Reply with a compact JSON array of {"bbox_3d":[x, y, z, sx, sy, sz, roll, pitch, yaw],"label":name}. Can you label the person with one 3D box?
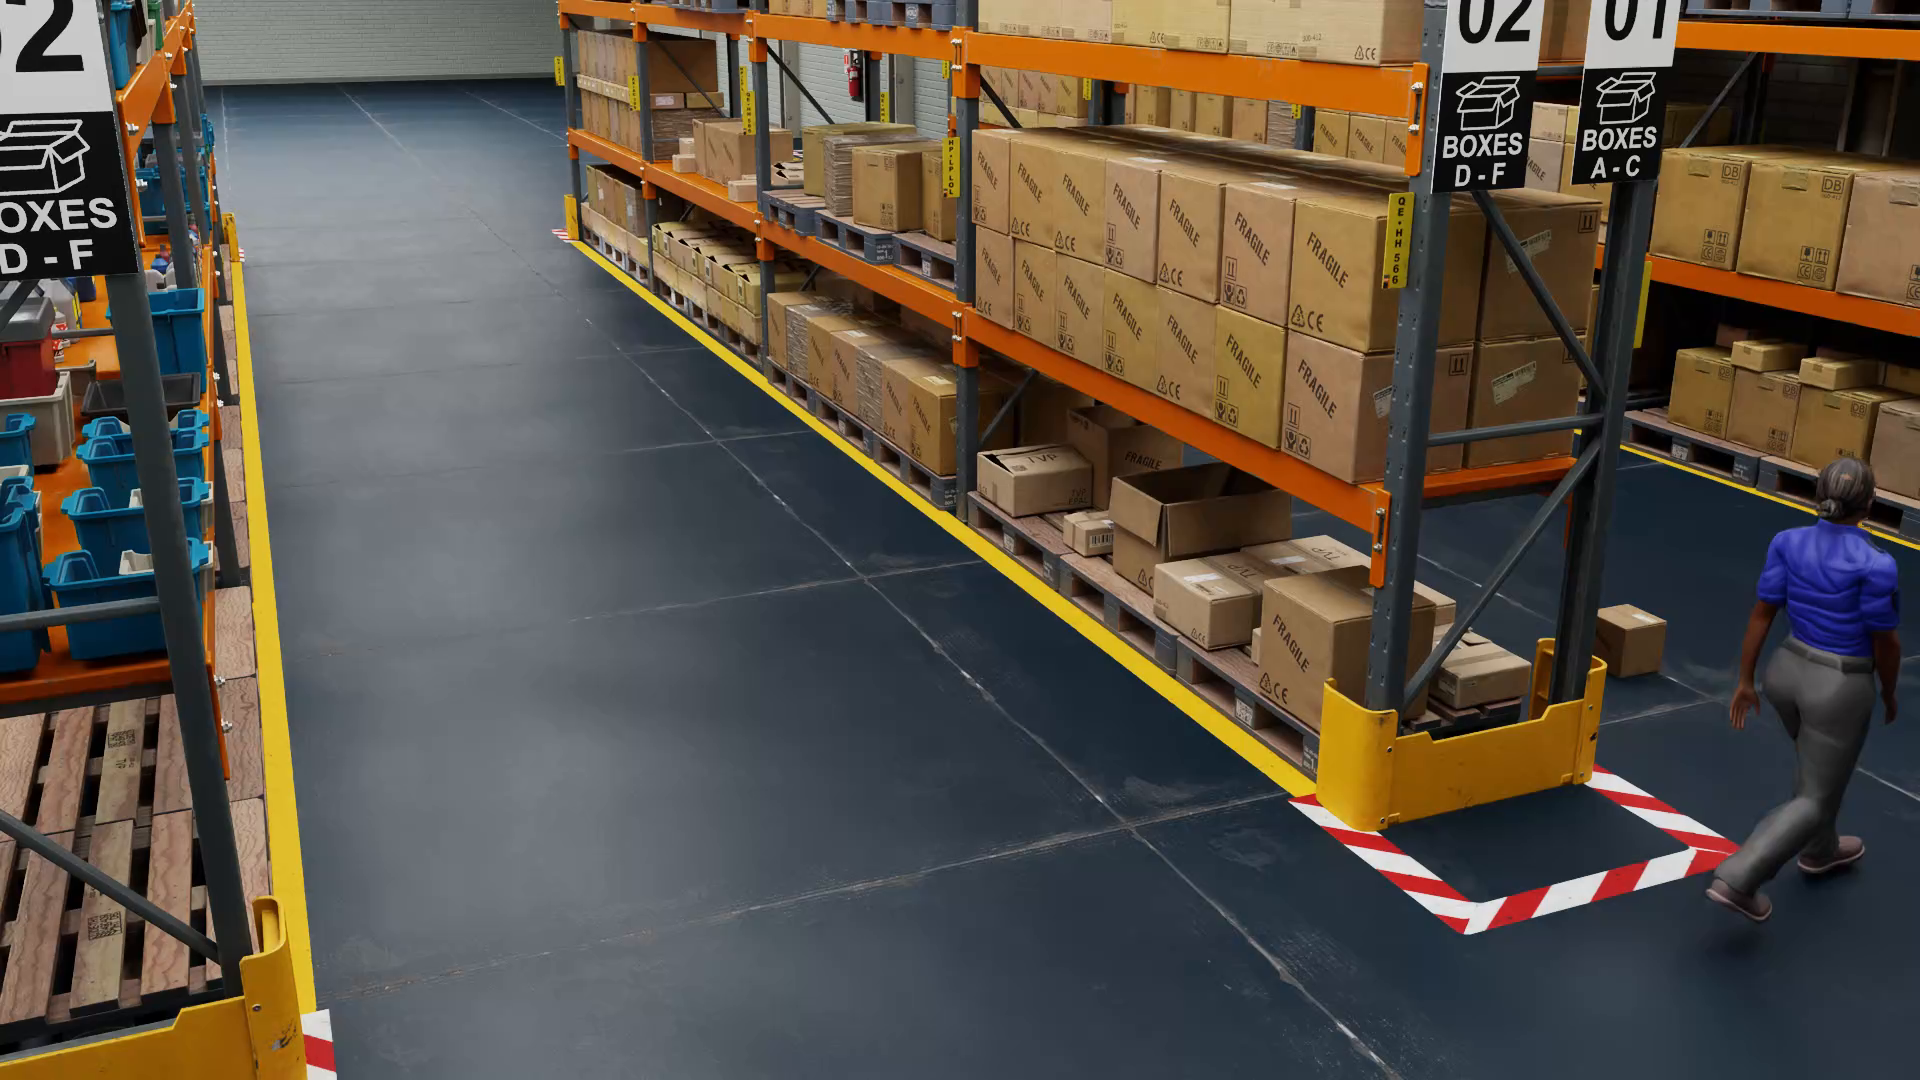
[{"bbox_3d":[2.897,0.493,5.634,0.987,1.597,0.431,-9,21,-24],"label":"person"}]
